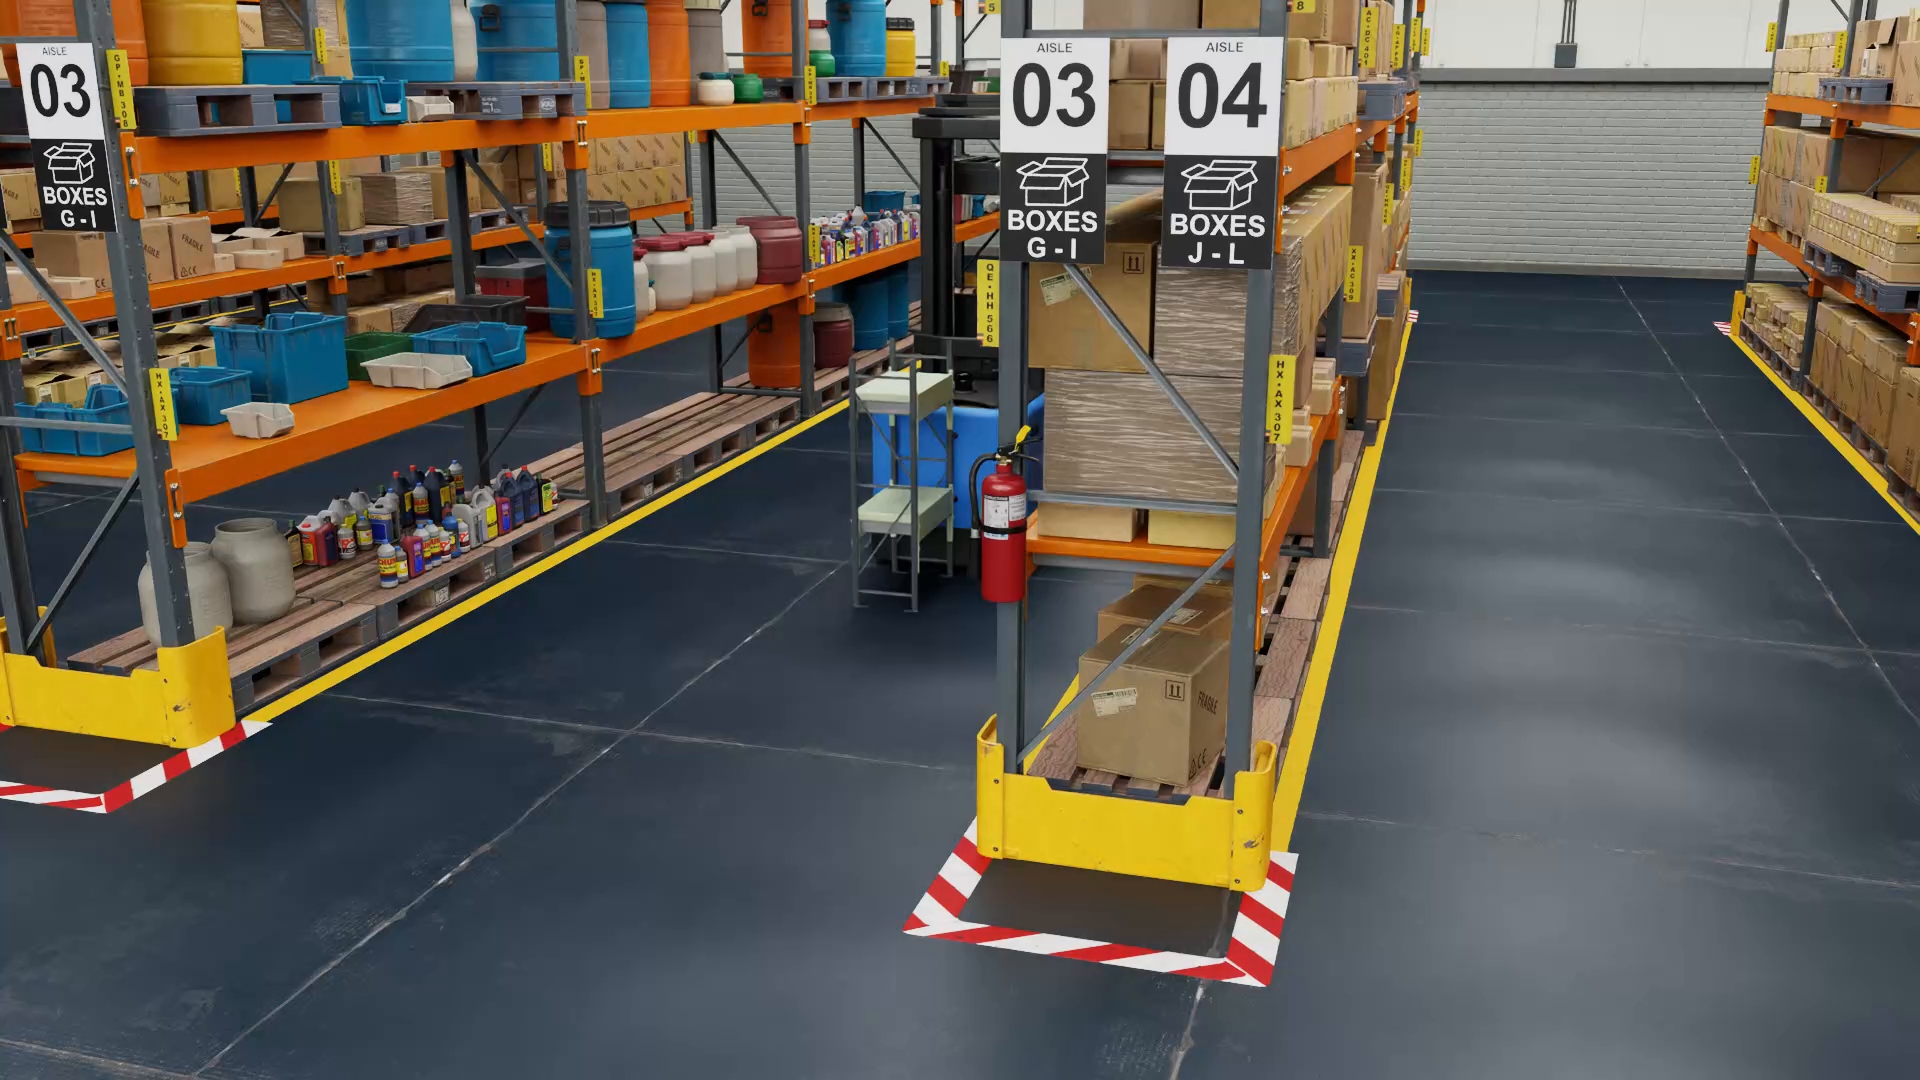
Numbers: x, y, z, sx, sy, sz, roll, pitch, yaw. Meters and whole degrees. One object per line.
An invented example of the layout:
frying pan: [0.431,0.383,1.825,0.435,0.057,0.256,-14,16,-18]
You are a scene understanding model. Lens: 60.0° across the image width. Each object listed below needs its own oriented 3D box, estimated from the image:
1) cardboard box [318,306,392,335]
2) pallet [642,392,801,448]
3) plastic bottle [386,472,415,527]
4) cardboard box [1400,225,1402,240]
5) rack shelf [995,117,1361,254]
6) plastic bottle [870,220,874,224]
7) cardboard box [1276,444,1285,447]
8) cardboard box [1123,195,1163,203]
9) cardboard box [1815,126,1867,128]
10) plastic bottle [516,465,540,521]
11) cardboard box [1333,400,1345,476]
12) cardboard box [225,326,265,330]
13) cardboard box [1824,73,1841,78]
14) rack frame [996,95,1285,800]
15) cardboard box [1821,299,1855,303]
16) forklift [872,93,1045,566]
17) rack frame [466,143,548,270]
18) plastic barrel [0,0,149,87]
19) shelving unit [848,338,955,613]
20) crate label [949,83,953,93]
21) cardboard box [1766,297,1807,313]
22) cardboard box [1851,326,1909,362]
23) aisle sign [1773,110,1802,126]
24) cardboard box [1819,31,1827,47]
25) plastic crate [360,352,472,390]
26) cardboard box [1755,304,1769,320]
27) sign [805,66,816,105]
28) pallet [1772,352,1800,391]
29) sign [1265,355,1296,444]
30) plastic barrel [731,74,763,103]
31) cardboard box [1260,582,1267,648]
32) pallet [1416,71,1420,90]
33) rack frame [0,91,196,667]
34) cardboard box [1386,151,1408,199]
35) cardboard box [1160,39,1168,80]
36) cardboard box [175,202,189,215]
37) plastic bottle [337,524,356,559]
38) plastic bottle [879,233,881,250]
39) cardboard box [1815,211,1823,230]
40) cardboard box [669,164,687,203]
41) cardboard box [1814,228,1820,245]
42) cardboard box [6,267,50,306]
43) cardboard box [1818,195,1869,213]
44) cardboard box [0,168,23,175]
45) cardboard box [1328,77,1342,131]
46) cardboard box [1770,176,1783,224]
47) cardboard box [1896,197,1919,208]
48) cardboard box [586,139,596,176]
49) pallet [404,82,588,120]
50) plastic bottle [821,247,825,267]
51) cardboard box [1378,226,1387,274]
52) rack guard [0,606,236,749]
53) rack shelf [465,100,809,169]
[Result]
cardboard box: [-6.179,-2.104,17.026,0.500,0.500,0.500,5,17,18]
pallet: [-2.092,-1.072,14.722,1.003,0.211,1.213,5,16,16]
plastic bottle: [-3.652,-0.276,10.852,0.144,0.351,0.185,4,16,14]
cardboard box: [4.603,-3.344,18.083,0.380,0.149,0.250,5,17,18]
rack shelf: [1.209,-1.756,7.846,1.077,0.370,4.000,5,16,16]
plastic bottle: [-0.910,-3.212,17.391,0.097,0.271,0.097,0,16,0]
cardboard box: [1.299,-0.399,7.699,0.380,0.149,0.250,5,16,16]
cardboard box: [1.123,-1.495,8.543,0.500,0.500,0.500,5,16,16]
cardboard box: [10.023,-4.444,18.940,0.500,0.500,0.500,4,16,15]
plastic bottle: [-2.878,-0.313,10.985,0.144,0.351,0.185,4,16,14]
cardboard box: [2.443,-0.766,12.309,0.700,0.500,0.500,6,17,21]
cardboard box: [-6.637,-1.855,15.613,0.500,0.311,0.500,4,16,15]
cardboard box: [8.658,-4.385,16.069,0.500,0.250,0.500,5,17,17]
rack frame: [0.641,-0.136,6.312,1.000,3.000,0.127,5,16,16]
cardboard box: [9.590,-2.533,18.127,0.380,0.149,0.250,4,16,14]
forklift: [0.344,-1.583,11.539,1.130,2.935,3.031,5,16,16]
rack frame: [-5.446,-4.045,20.093,1.000,3.000,0.127,5,16,16]
plastic barrel: [-4.092,-2.509,7.624,0.600,0.830,0.708,5,16,16]
shelving unit: [-0.340,-0.404,9.999,0.431,1.500,0.755,5,17,16]
crate label: [-0.282,-5.082,18.734,0.293,0.136,0.466,5,16,16]
cardboard box: [9.085,-2.571,18.262,0.380,0.149,0.250,5,17,17]
cardboard box: [7.877,-1.642,14.059,0.500,0.250,0.500,5,17,17]
aisle sign: [9.648,-5.204,19.416,0.394,0.787,0.004,5,16,16]
cardboard box: [8.893,-5.044,16.747,0.380,0.149,0.250,4,16,14]
plastic crate: [-3.190,-0.995,9.825,0.530,0.136,0.437,5,16,16]
cardboard box: [9.226,-2.571,18.805,0.380,0.149,0.250,5,17,18]
sign: [-1.305,-3.965,14.507,0.100,0.325,0.005,5,16,16]
pallet: [8.935,-1.701,16.941,1.003,0.211,1.213,5,16,16]
sign: [1.161,-0.511,6.046,0.100,0.325,0.005,5,16,16]
plastic barrel: [-1.856,-3.913,14.416,0.294,0.245,0.294,0,16,0]
cardboard box: [1.369,0.238,8.803,0.500,0.500,0.500,3,16,11]
pallet: [4.987,-5.528,19.986,1.003,0.211,1.213,5,16,16]
rack frame: [-4.108,-0.520,7.666,1.000,3.000,0.127,5,16,16]
cardboard box: [4.723,-4.078,18.564,0.500,0.500,0.500,4,16,14]
cardboard box: [0.941,-1.753,6.060,0.380,0.149,0.250,5,16,15]
cardboard box: [-10.021,-4.206,21.086,0.380,0.149,0.250,5,17,16]
plastic bottle: [-3.744,0.005,10.138,0.097,0.201,0.097,0,16,0]
plastic bottle: [-0.858,-3.080,17.056,0.097,0.201,0.097,0,16,0]
cardboard box: [8.153,-2.953,15.391,0.380,0.149,0.250,4,16,15]
cardboard box: [-4.175,-5.001,23.281,0.500,0.500,0.500,5,17,18]
cardboard box: [8.152,-2.805,15.414,0.380,0.149,0.250,5,17,17]
cardboard box: [-7.621,-2.012,13.200,0.500,0.250,0.500,6,17,19]
cardboard box: [8.151,-3.091,15.331,0.380,0.149,0.250,5,17,17]
cardboard box: [-10.805,-4.183,18.439,0.500,0.250,0.500,4,16,15]
cardboard box: [1.600,-2.144,8.171,0.500,0.250,0.500,5,16,15]
cardboard box: [9.243,-3.737,18.279,0.500,0.500,0.500,5,17,17]
cardboard box: [8.775,-3.041,15.156,0.380,0.149,0.250,4,16,14]
cardboard box: [-4.896,-4.810,20.776,0.500,0.500,0.500,4,16,14]
pallet: [-3.083,-2.723,10.280,1.213,0.211,1.003,5,16,16]
plastic bottle: [-1.315,-2.659,15.573,0.097,0.201,0.097,0,16,0]
cardboard box: [3.313,-2.383,14.052,0.500,0.500,0.500,5,17,18]
rack guard: [-4.131,0.659,8.090,1.175,0.500,0.348,5,16,16]
rack shelf: [-2.403,-3.187,12.890,1.077,0.370,4.000,5,16,16]
